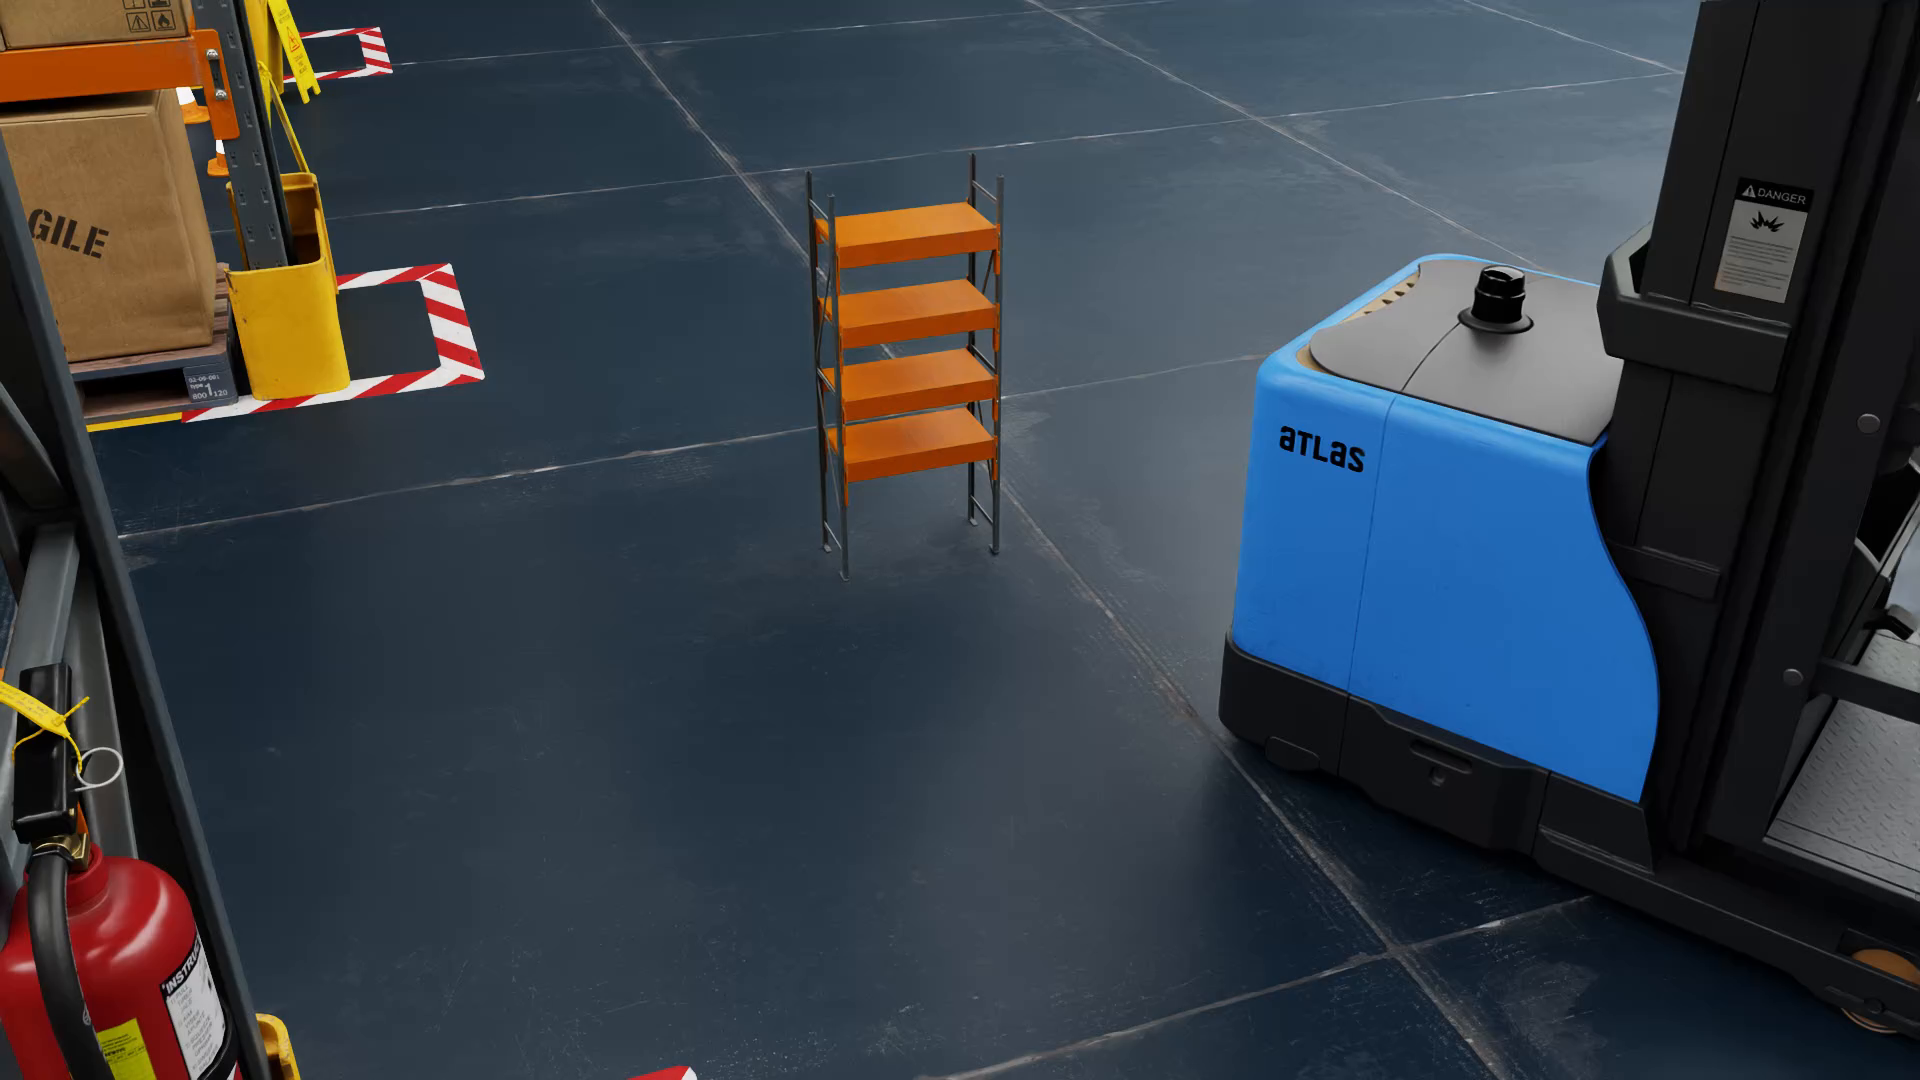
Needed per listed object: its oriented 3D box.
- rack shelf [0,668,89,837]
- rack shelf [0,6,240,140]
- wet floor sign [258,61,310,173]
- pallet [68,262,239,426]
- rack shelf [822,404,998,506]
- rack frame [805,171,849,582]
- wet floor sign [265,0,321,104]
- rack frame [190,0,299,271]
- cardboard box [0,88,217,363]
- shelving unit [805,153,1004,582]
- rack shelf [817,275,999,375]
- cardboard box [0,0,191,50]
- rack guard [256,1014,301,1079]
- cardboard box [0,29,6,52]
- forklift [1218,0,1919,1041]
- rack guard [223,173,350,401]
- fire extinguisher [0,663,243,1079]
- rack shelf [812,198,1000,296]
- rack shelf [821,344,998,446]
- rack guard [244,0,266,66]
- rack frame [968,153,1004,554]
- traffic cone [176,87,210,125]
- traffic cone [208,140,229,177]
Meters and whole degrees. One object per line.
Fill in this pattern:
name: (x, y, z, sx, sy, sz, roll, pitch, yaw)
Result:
rack shelf: (-2.913, 0.872, 1.415, 4.000, 0.370, 1.077, -10, 31, -18)
rack shelf: (-4.548, -1.446, 5.485, 4.000, 0.370, 1.077, -10, 31, -18)
wet floor sign: (-3.337, -2.005, 8.117, 0.232, 0.644, 0.267, -16, 33, -26)
pallet: (-3.396, -0.718, 6.297, 1.213, 0.211, 1.003, -10, 31, -18)
rack shelf: (-0.155, -0.262, 5.034, 0.480, 0.148, 0.258, -10, 31, -18)
rack frame: (-0.384, -0.451, 4.829, 0.015, 1.200, 0.240, -10, 31, -18)
wet floor sign: (-3.943, -2.897, 9.682, 0.232, 0.644, 0.267, 0, 30, 0)
rack frame: (-2.673, -2.104, 5.913, 0.127, 3.000, 1.000, -10, 31, -18)
cardboard box: (-3.286, -1.216, 6.076, 0.875, 0.875, 0.875, -10, 31, -17)
shelving unit: (-0.155, -0.493, 4.903, 0.503, 1.200, 0.258, -10, 31, -18)
rack shelf: (-0.155, -0.629, 4.825, 0.480, 0.148, 0.258, -10, 31, -18)
cardboard box: (-3.005, -2.084, 5.726, 0.550, 0.550, 0.875, -10, 31, -18)
rack guard: (-1.110, 1.314, 2.439, 0.348, 0.500, 1.175, -10, 31, -18)
cardboard box: (-3.513, -1.979, 5.542, 0.550, 0.550, 0.875, -10, 31, -18)
forklift: (2.146, -0.492, 3.153, 3.031, 2.935, 1.130, 21, 36, 32)
rack guard: (-2.651, -1.022, 6.539, 0.348, 0.500, 1.175, -10, 31, -18)
fire extinguisher: (-0.771, 0.442, 1.522, 0.183, 0.674, 0.296, -10, 31, -18)
rack shelf: (-0.155, -0.834, 4.708, 0.480, 0.148, 0.258, -10, 31, -18)
rack shelf: (-0.155, -0.434, 4.936, 0.480, 0.148, 0.258, -10, 31, -18)
rack guard: (-4.565, -3.284, 10.509, 0.348, 0.500, 1.175, -10, 31, -18)
rack frame: (0.074, -0.535, 4.977, 0.015, 1.200, 0.240, -10, 31, -18)
traffic cone: (-4.447, -2.608, 9.360, 0.334, 0.463, 0.336, -10, 31, -18)
traffic cone: (-3.742, -2.152, 8.560, 0.334, 0.463, 0.336, -10, 31, -18)
